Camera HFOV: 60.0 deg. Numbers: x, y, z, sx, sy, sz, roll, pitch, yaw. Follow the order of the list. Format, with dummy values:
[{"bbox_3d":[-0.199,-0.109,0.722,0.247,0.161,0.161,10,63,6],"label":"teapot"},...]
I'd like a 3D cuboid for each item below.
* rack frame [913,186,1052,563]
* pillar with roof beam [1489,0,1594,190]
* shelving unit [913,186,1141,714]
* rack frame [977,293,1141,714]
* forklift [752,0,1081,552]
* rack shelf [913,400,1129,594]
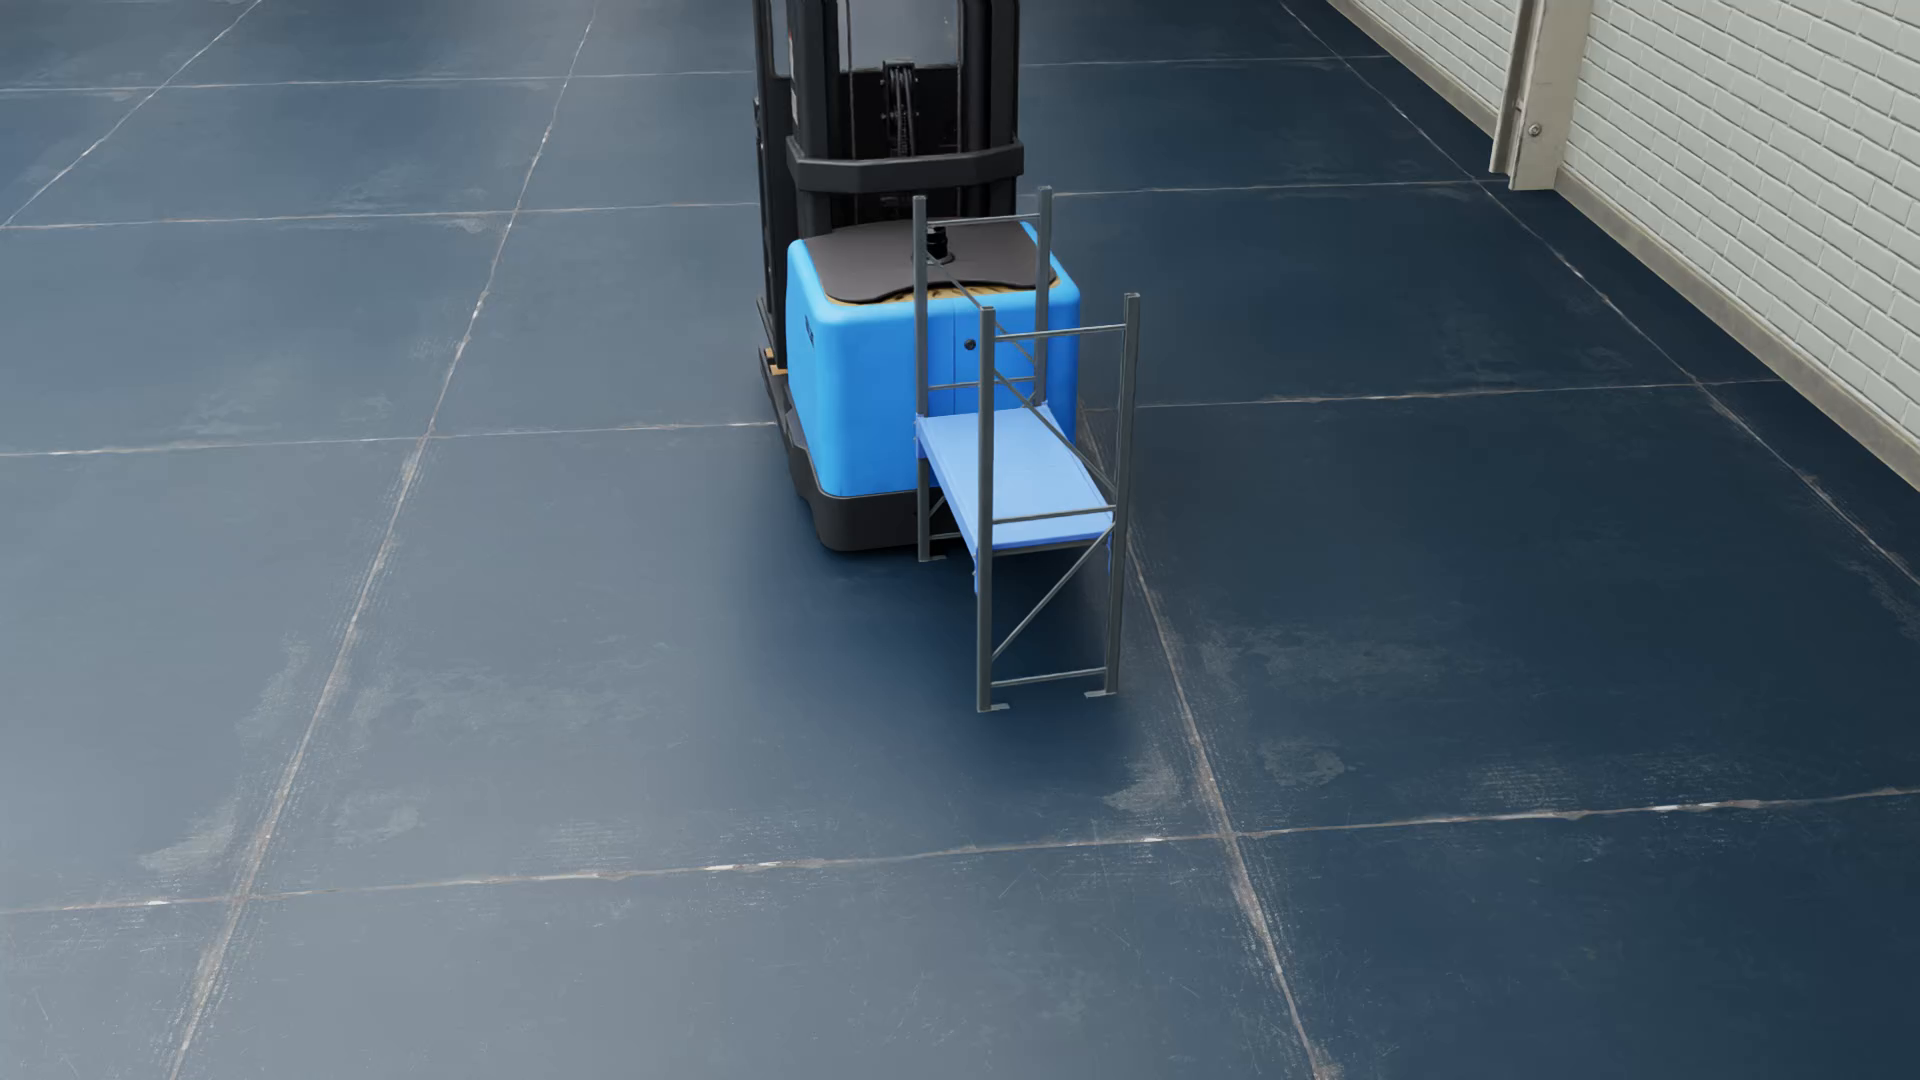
[{"bbox_3d":[0.081,-0.587,6.270,0.500,1.500,0.032,-7,31,-11],"label":"rack frame"},{"bbox_3d":[-0.696,-5.956,7.947,9.100,9.000,0.400,-3,31,-5],"label":"pillar with roof beam"},{"bbox_3d":[0.193,-0.333,5.844,0.538,1.500,1.048,-7,31,-11],"label":"shelving unit"},{"bbox_3d":[0.305,-0.078,5.419,0.500,1.500,0.032,-7,31,-11],"label":"rack frame"},{"bbox_3d":[-0.351,-1.956,7.167,1.130,2.935,3.031,-7,31,-11],"label":"forklift"},{"bbox_3d":[0.193,-0.178,5.936,0.538,0.185,1.000,-7,31,-11],"label":"rack shelf"}]
